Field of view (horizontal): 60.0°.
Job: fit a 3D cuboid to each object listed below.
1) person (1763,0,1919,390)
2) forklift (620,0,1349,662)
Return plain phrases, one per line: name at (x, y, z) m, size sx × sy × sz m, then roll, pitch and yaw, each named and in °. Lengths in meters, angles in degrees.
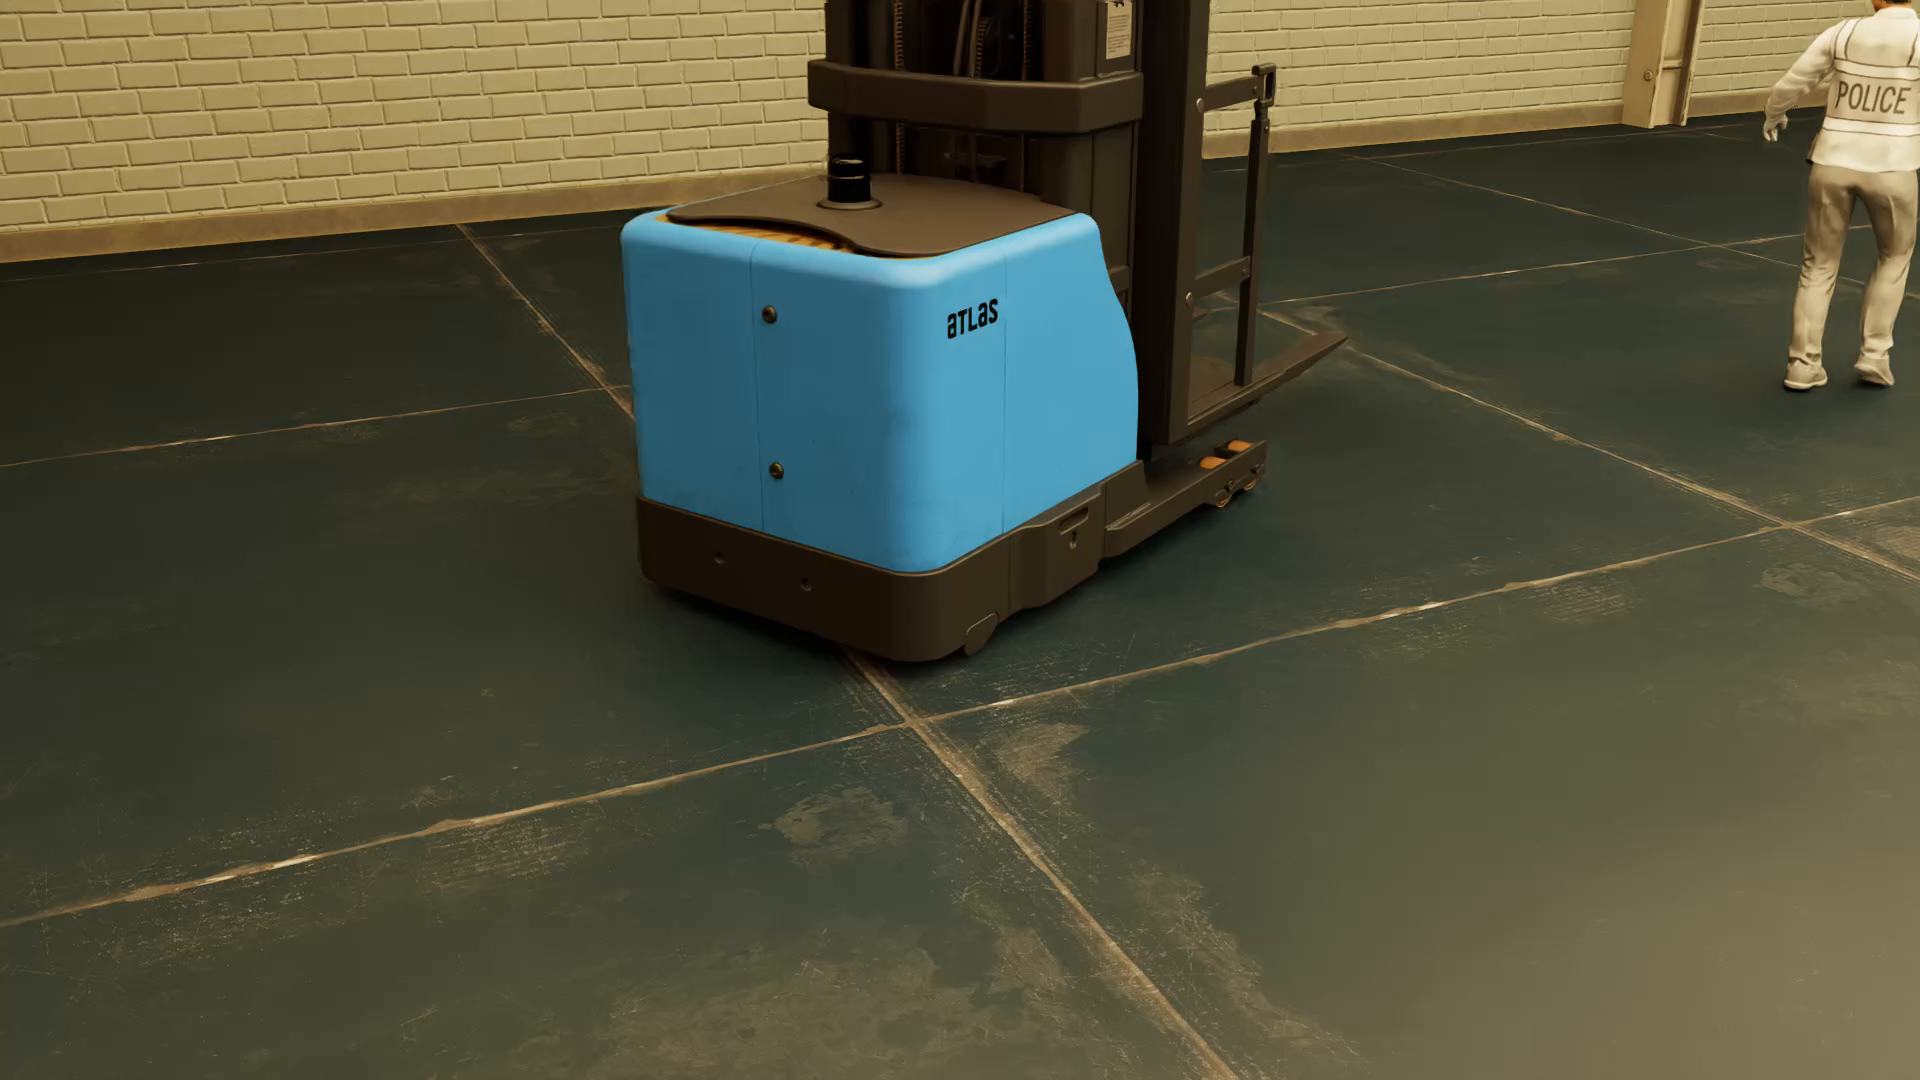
person at (3.445, -1.365, 6.321) m, size 0.873 × 1.694 × 0.480 m, roll 18°, pitch 28°, yaw 36°
forklift at (0.360, -1.552, 5.023) m, size 1.130 × 2.935 × 3.031 m, roll 15°, pitch 27°, yaw 32°
